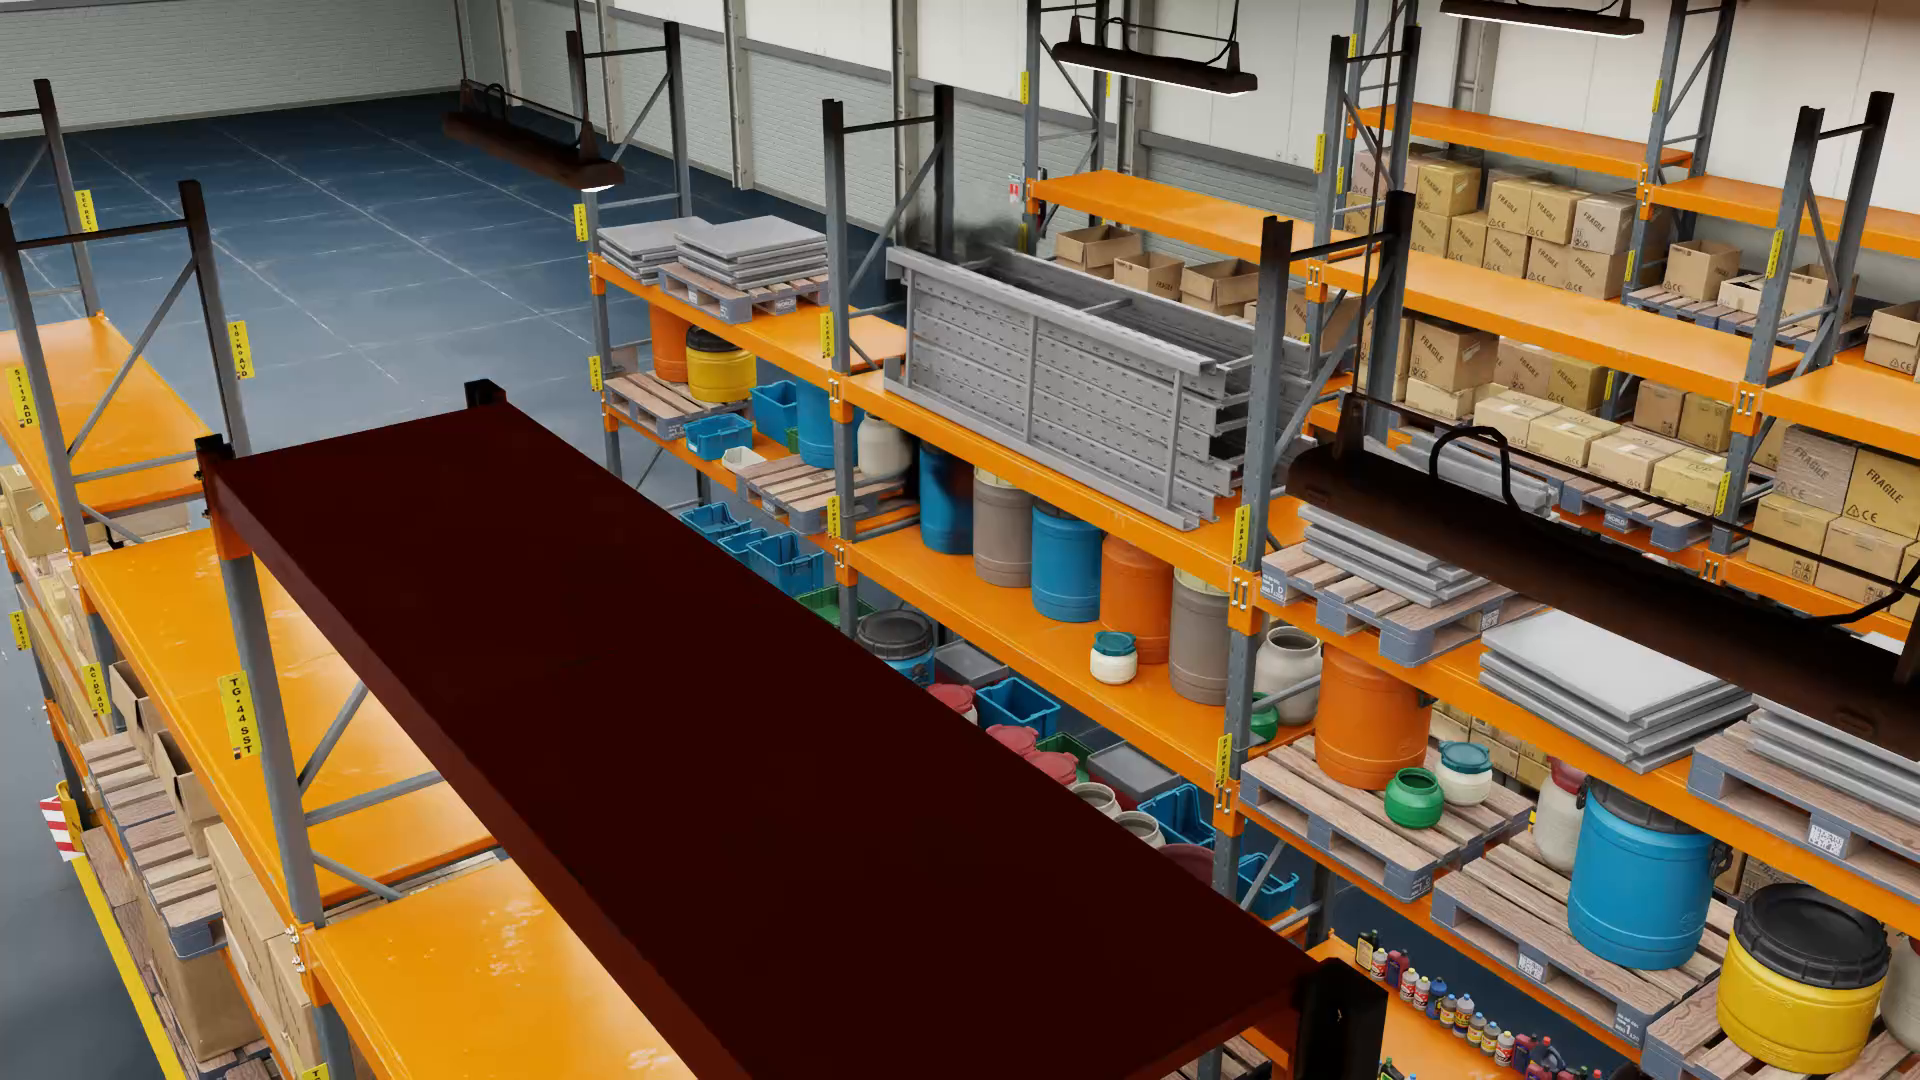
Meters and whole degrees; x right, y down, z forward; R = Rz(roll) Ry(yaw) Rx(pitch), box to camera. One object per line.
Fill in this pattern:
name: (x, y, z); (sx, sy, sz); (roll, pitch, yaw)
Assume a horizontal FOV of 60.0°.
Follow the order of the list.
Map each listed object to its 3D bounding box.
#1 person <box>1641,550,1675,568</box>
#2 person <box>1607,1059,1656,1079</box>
person: (6.347, 0.642, 15.519); (0.780, 1.748, 0.663); (22, 33, 40)
person: (4.221, 3.197, 10.025); (0.639, 1.771, 0.734); (-17, 30, -33)
